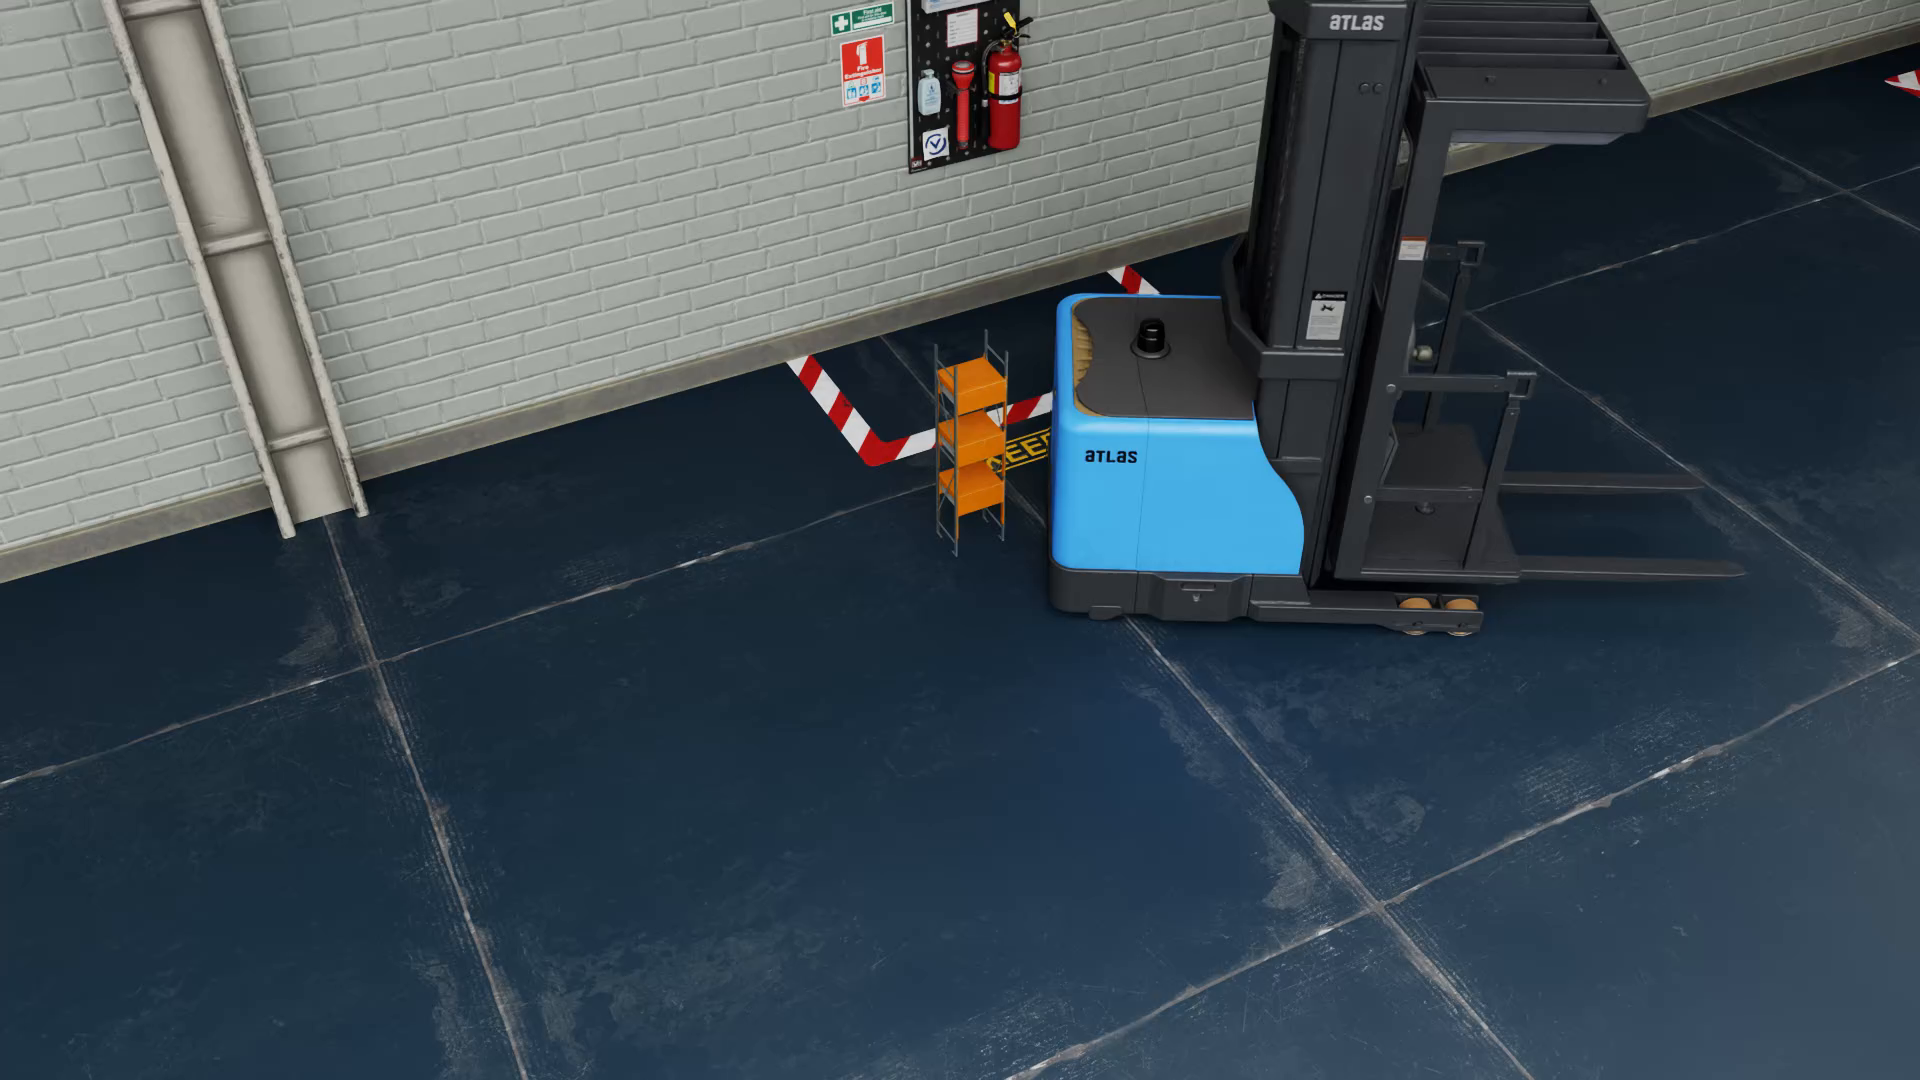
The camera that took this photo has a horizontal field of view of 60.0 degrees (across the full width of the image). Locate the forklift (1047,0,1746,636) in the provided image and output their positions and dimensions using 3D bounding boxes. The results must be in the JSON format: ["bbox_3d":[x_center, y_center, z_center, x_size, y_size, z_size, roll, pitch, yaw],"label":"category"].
[{"bbox_3d":[1.914,-1.053,6.714,3.031,2.935,1.130,1,40,2],"label":"forklift"}]

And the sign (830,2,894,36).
[{"bbox_3d":[-0.463,-2.478,7.907,0.331,0.109,0.001,-19,44,-21],"label":"sign"}]

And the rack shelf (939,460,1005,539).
[{"bbox_3d":[0.047,-0.196,7.605,0.240,0.259,0.215,-19,44,-21],"label":"rack shelf"}]

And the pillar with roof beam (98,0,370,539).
[{"bbox_3d":[-1.056,-1.120,2.097,0.400,9.000,9.100,-19,44,-21],"label":"pillar with roof beam"}]

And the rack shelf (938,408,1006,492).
[{"bbox_3d":[0.047,-0.409,7.425,0.240,0.259,0.215,-19,44,-21],"label":"rack shelf"}]

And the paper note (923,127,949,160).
[{"bbox_3d":[-0.122,-2.022,8.488,0.142,0.148,0.016,-19,44,-21],"label":"paper note"}]

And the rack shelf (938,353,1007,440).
[{"bbox_3d":[0.047,-0.625,7.242,0.240,0.259,0.215,-19,44,-21],"label":"rack shelf"}]

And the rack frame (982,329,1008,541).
[{"bbox_3d":[0.156,-0.453,7.462,0.008,1.050,0.200,-19,44,-21],"label":"rack frame"}]

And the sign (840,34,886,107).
[{"bbox_3d":[-0.471,-2.279,8.082,0.234,0.329,0.001,-19,44,-21],"label":"sign"}]

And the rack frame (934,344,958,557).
[{"bbox_3d":[-0.061,-0.380,7.376,0.008,1.050,0.200,-19,44,-21],"label":"rack frame"}]

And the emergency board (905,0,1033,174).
[{"bbox_3d":[0.067,-2.372,8.219,0.643,1.169,0.194,-19,44,-21],"label":"emergency board"}]

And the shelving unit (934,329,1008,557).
[{"bbox_3d":[0.047,-0.417,7.419,0.252,1.050,0.215,-19,44,-21],"label":"shelving unit"}]
